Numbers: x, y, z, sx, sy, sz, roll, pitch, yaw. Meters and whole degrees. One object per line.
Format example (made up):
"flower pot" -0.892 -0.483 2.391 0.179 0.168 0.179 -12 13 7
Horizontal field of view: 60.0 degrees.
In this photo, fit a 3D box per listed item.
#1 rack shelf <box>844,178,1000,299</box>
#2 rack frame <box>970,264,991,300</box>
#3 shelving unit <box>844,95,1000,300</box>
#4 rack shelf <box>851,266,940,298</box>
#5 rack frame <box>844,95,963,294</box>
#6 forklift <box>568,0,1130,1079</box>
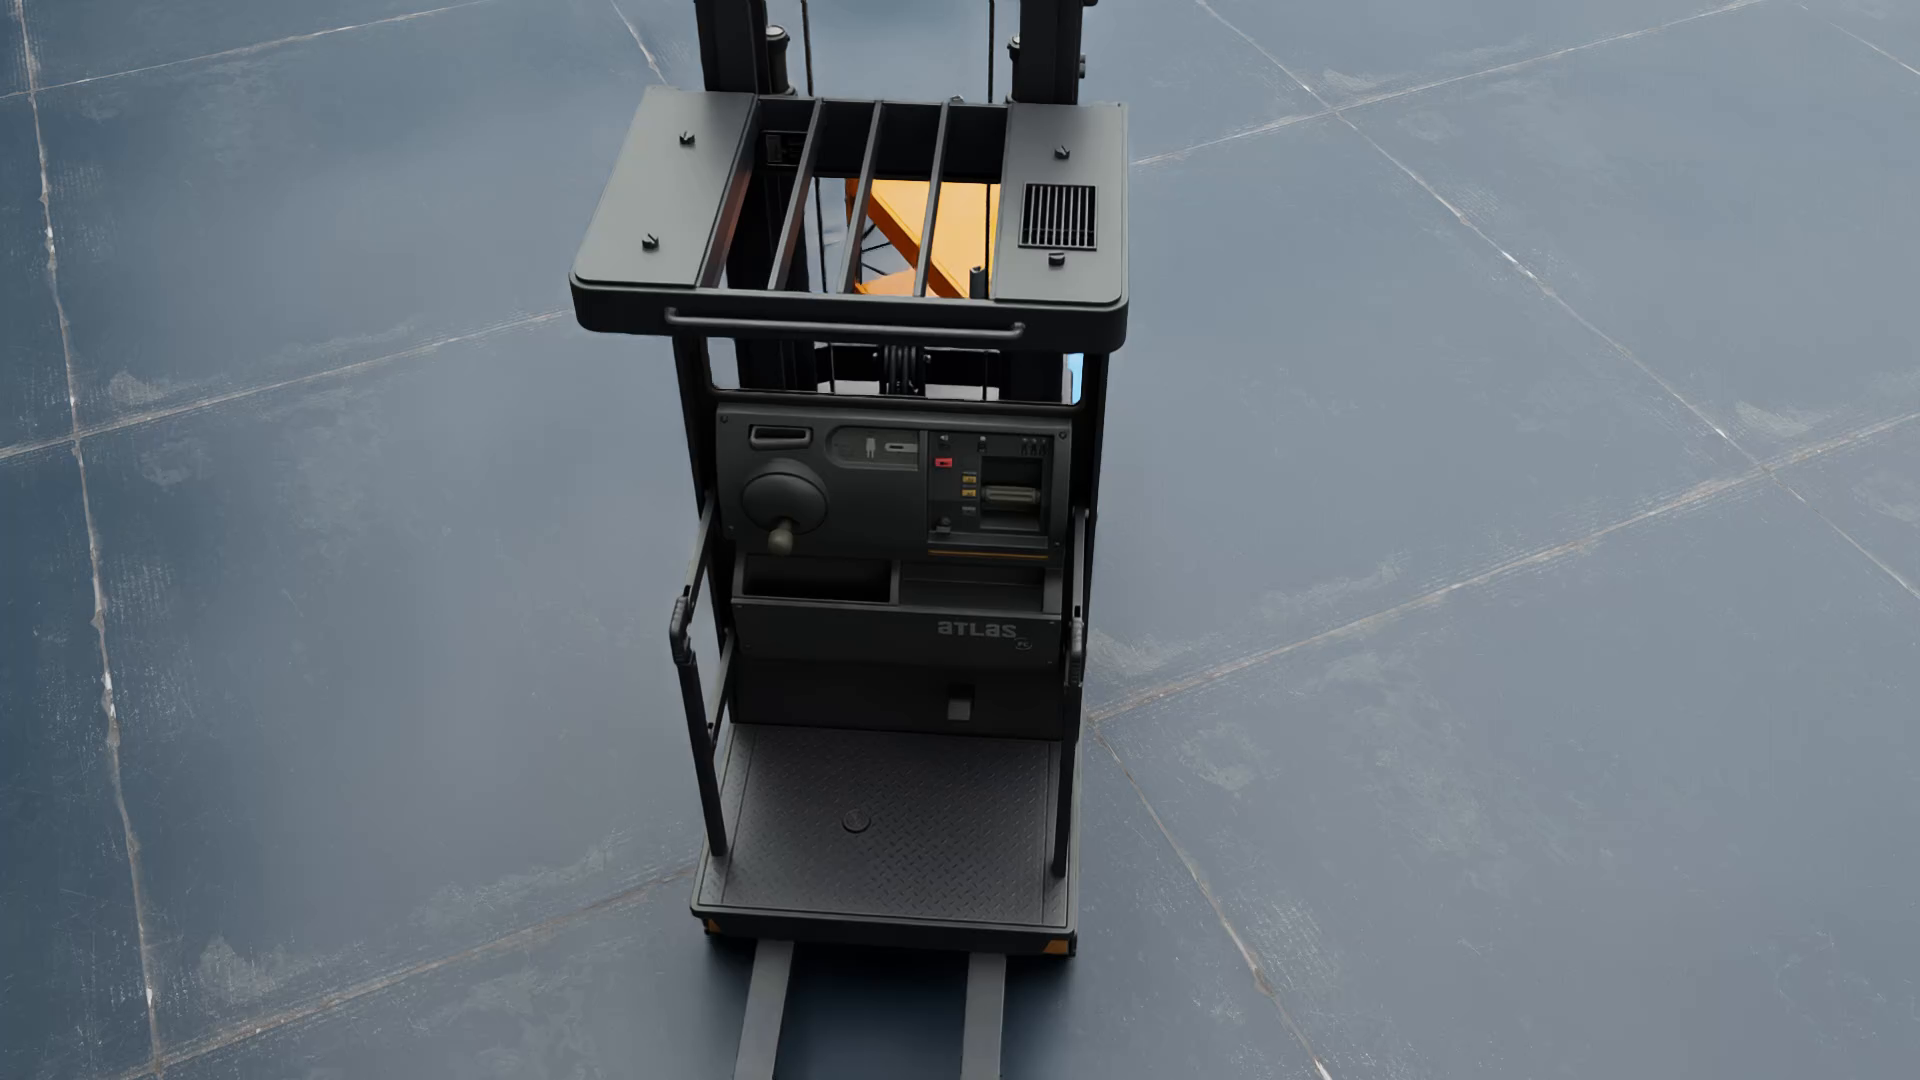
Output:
"rack shelf" 0.023 -1.111 6.158 0.538 0.278 1.000 -20 48 -19
"rack frame" 0.260 -0.587 6.044 0.500 1.125 0.032 -20 48 -19
"shelving unit" 0.023 -0.902 6.364 0.538 1.125 1.048 -20 48 -19
"rack shelf" 0.023 -0.728 6.535 0.538 0.278 1.000 -20 48 -19
"rack frame" -0.215 -1.218 6.683 0.500 1.125 0.032 -20 48 -19
"forklift" -0.189 -0.052 4.216 1.130 2.935 3.031 3 45 3
